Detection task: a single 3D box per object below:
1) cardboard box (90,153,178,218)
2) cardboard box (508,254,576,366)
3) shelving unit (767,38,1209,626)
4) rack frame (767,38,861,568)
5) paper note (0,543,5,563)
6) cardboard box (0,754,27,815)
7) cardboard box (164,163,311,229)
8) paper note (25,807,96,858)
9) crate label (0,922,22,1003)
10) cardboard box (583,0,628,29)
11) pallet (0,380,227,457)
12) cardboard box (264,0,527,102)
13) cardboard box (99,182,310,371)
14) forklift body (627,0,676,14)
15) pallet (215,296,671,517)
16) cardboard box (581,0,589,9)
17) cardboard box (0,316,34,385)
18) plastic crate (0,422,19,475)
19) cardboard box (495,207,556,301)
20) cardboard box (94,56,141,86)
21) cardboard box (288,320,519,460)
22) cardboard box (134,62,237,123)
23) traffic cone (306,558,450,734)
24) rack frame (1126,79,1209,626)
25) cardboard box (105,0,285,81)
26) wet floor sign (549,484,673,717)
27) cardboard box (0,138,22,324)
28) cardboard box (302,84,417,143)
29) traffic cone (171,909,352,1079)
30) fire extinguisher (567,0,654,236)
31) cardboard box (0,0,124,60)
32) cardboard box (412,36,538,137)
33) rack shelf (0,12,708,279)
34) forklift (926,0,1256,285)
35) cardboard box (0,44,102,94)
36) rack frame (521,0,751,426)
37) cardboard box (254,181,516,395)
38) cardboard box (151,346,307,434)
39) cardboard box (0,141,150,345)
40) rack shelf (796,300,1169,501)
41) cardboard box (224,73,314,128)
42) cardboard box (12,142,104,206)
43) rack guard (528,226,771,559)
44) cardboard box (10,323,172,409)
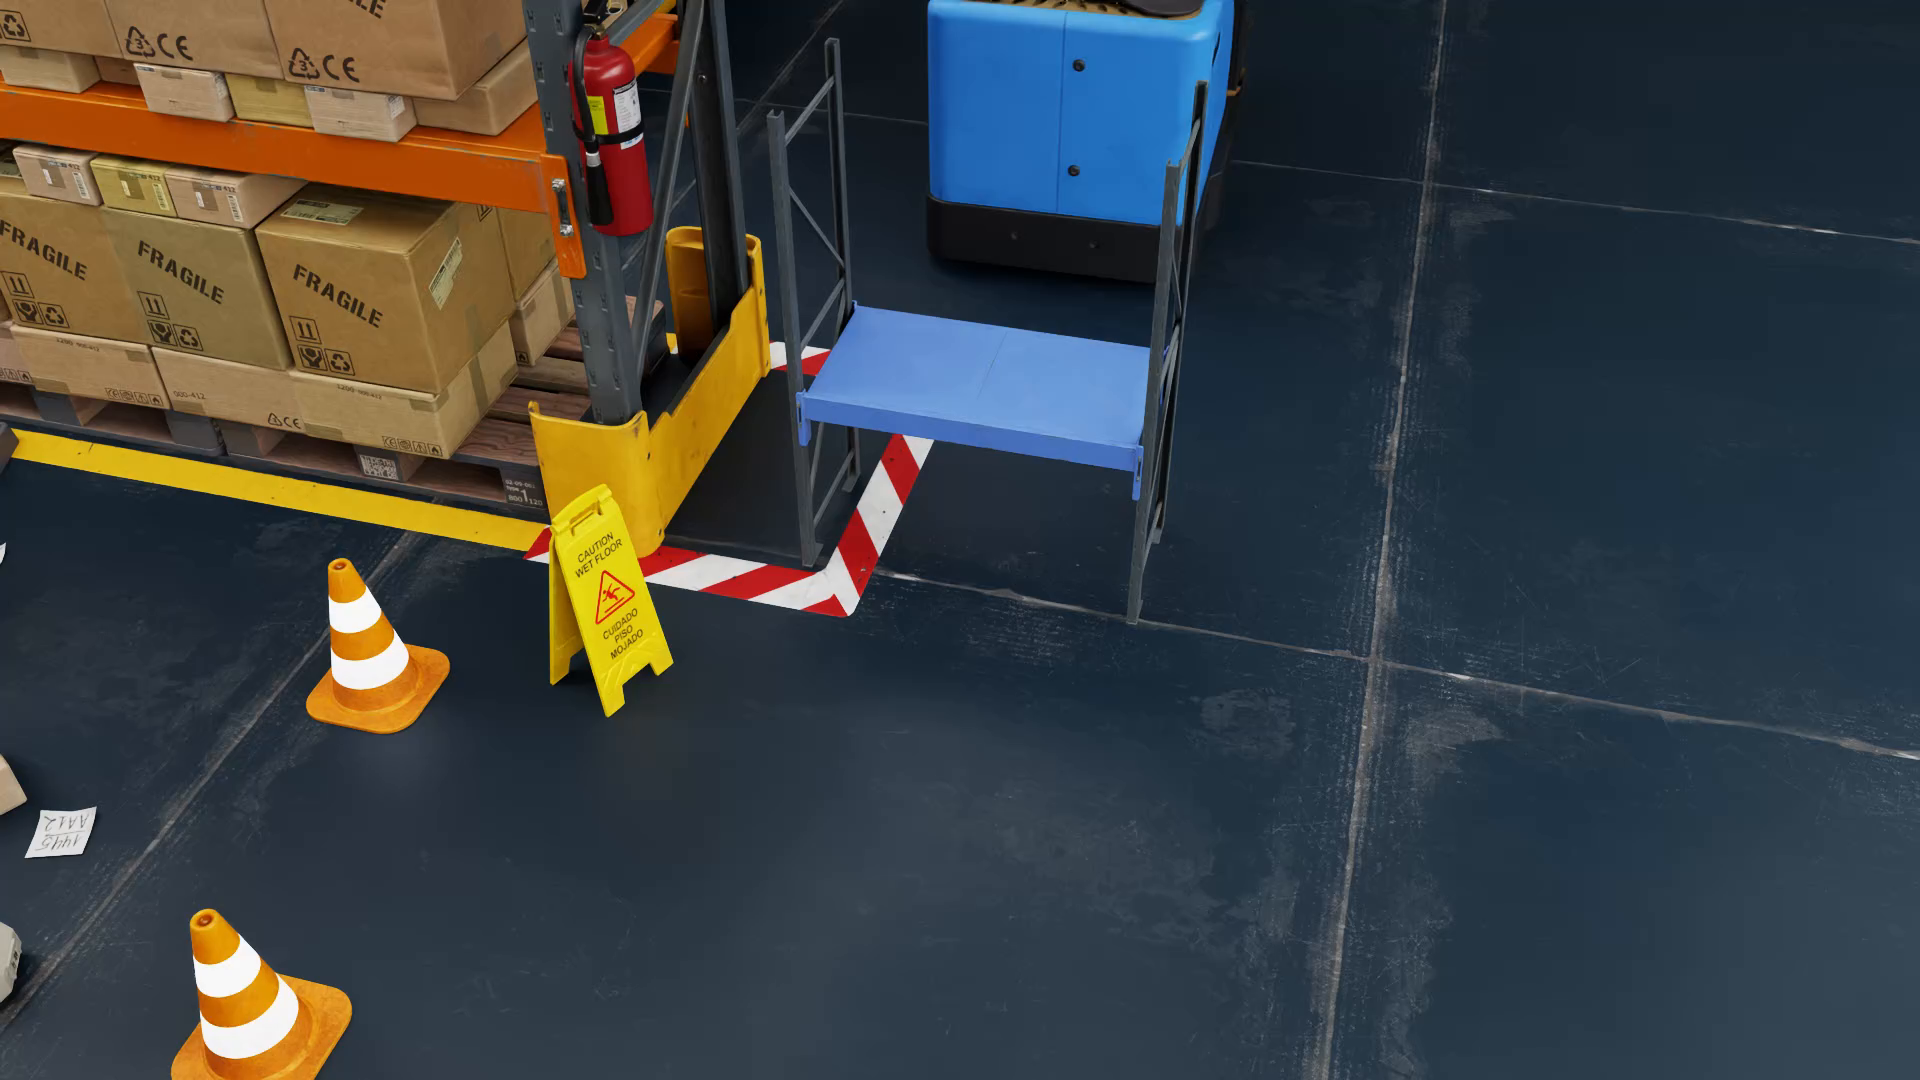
[{"bbox_3d":[-2.365,-1.137,4.996,0.250,0.149,0.380,10,41,12],"label":"cardboard box"},{"bbox_3d":[-1.617,-0.873,5.769,0.500,0.250,0.500,9,41,11],"label":"cardboard box"},{"bbox_3d":[0.082,-0.560,4.751,1.048,1.500,0.538,10,41,11],"label":"shelving unit"},{"bbox_3d":[-0.409,-0.645,4.851,0.032,1.500,0.500,10,41,11],"label":"rack frame"},{"bbox_3d":[-3.048,0.065,5.149,0.148,0.019,0.142,-3,40,-4],"label":"paper note"},{"bbox_3d":[-2.697,0.669,4.337,0.250,0.149,0.380,33,50,33],"label":"cardboard box"},{"bbox_3d":[-2.123,-1.093,4.943,0.250,0.149,0.380,11,41,13],"label":"cardboard box"},{"bbox_3d":[-2.337,0.757,4.325,0.142,0.019,0.148,-3,40,-4],"label":"paper note"},{"bbox_3d":[-2.392,1.021,3.928,0.298,0.136,0.250,-10,41,-11],"label":"crate label"},{"bbox_3d":[-1.184,-1.548,4.957,0.250,0.149,0.380,10,41,12],"label":"cardboard box"},{"bbox_3d":[-2.933,-0.765,5.997,1.213,0.211,1.003,10,41,11],"label":"pallet"},{"bbox_3d":[-1.505,-1.531,4.431,0.500,0.500,0.500,9,41,11],"label":"cardboard box"},{"bbox_3d":[-2.256,-0.910,5.230,0.500,0.500,0.500,11,41,13],"label":"cardboard box"},{"bbox_3d":[-1.933,-3.401,7.627,1.214,2.155,2.313,10,41,11],"label":"forklift body"},{"bbox_3d":[-1.758,-0.561,5.754,1.213,0.211,1.003,10,41,11],"label":"pallet"},{"bbox_3d":[-1.295,-1.863,4.826,0.500,0.500,0.500,9,41,11],"label":"cardboard box"},{"bbox_3d":[-3.241,-0.798,5.679,0.500,0.250,0.500,9,41,11],"label":"cardboard box"},{"bbox_3d":[-3.469,-0.236,5.469,0.583,0.080,0.402,-3,40,-4],"label":"plastic crate"},{"bbox_3d":[-1.640,-1.164,5.532,0.500,0.500,0.500,8,41,10],"label":"cardboard box"},{"bbox_3d":[-2.309,-1.476,4.870,0.250,0.149,0.380,10,41,12],"label":"cardboard box"},{"bbox_3d":[-1.783,-0.539,5.370,0.500,0.250,0.500,10,41,11],"label":"cardboard box"},{"bbox_3d":[-2.098,-1.346,4.715,0.250,0.149,0.380,10,41,12],"label":"cardboard box"},{"bbox_3d":[-1.658,0.242,4.602,0.334,0.463,0.336,10,41,11],"label":"traffic cone"},{"bbox_3d":[0.573,-0.476,4.650,0.032,1.500,0.500,10,41,11],"label":"rack frame"},{"bbox_3d":[-1.987,-1.617,4.534,0.500,0.500,0.500,10,41,12],"label":"cardboard box"},{"bbox_3d":[-1.002,0.138,4.583,0.232,0.644,0.267,24,46,26],"label":"wet floor sign"},{"bbox_3d":[-3.253,-1.085,5.438,0.500,0.500,0.500,12,41,14],"label":"cardboard box"},{"bbox_3d":[-1.599,-1.266,4.620,0.250,0.149,0.380,9,41,11],"label":"cardboard box"},{"bbox_3d":[-1.617,0.988,3.714,0.334,0.463,0.336,10,41,11],"label":"traffic cone"},{"bbox_3d":[-0.918,-1.124,4.317,0.183,0.674,0.296,10,41,11],"label":"fire extinguisher"},{"bbox_3d":[-2.470,-1.702,4.635,0.500,0.500,0.500,10,41,11],"label":"cardboard box"},{"bbox_3d":[-1.326,-1.292,4.652,0.250,0.149,0.380,11,41,13],"label":"cardboard box"},{"bbox_3d":[-2.841,-1.516,5.283,4.000,0.370,1.077,10,41,11],"label":"rack shelf"},{"bbox_3d":[0.708,-3.041,6.592,1.130,2.935,3.031,9,41,10],"label":"forklift"},{"bbox_3d":[-2.580,-1.462,4.853,0.250,0.149,0.380,9,41,11],"label":"cardboard box"},{"bbox_3d":[-0.909,-1.459,4.655,0.127,3.000,1.000,10,41,11],"label":"rack frame"},{"bbox_3d":[-1.751,-0.826,5.129,0.500,0.500,0.500,10,41,12],"label":"cardboard box"},{"bbox_3d":[-2.258,-0.626,5.474,0.500,0.250,0.500,10,41,12],"label":"cardboard box"},{"bbox_3d":[-2.741,-0.999,5.335,0.500,0.500,0.500,9,41,10],"label":"cardboard box"},{"bbox_3d":[0.082,-0.422,4.866,1.000,0.185,0.538,10,41,11],"label":"rack shelf"},{"bbox_3d":[-1.841,-1.322,4.687,0.250,0.149,0.380,9,41,11],"label":"cardboard box"},{"bbox_3d":[-2.619,-1.182,5.049,0.250,0.149,0.380,11,41,13],"label":"cardboard box"},{"bbox_3d":[-0.983,-0.515,5.474,0.348,0.500,1.175,10,41,11],"label":"rack guard"},{"bbox_3d":[-2.765,-0.709,5.573,0.500,0.250,0.500,8,41,10],"label":"cardboard box"}]
